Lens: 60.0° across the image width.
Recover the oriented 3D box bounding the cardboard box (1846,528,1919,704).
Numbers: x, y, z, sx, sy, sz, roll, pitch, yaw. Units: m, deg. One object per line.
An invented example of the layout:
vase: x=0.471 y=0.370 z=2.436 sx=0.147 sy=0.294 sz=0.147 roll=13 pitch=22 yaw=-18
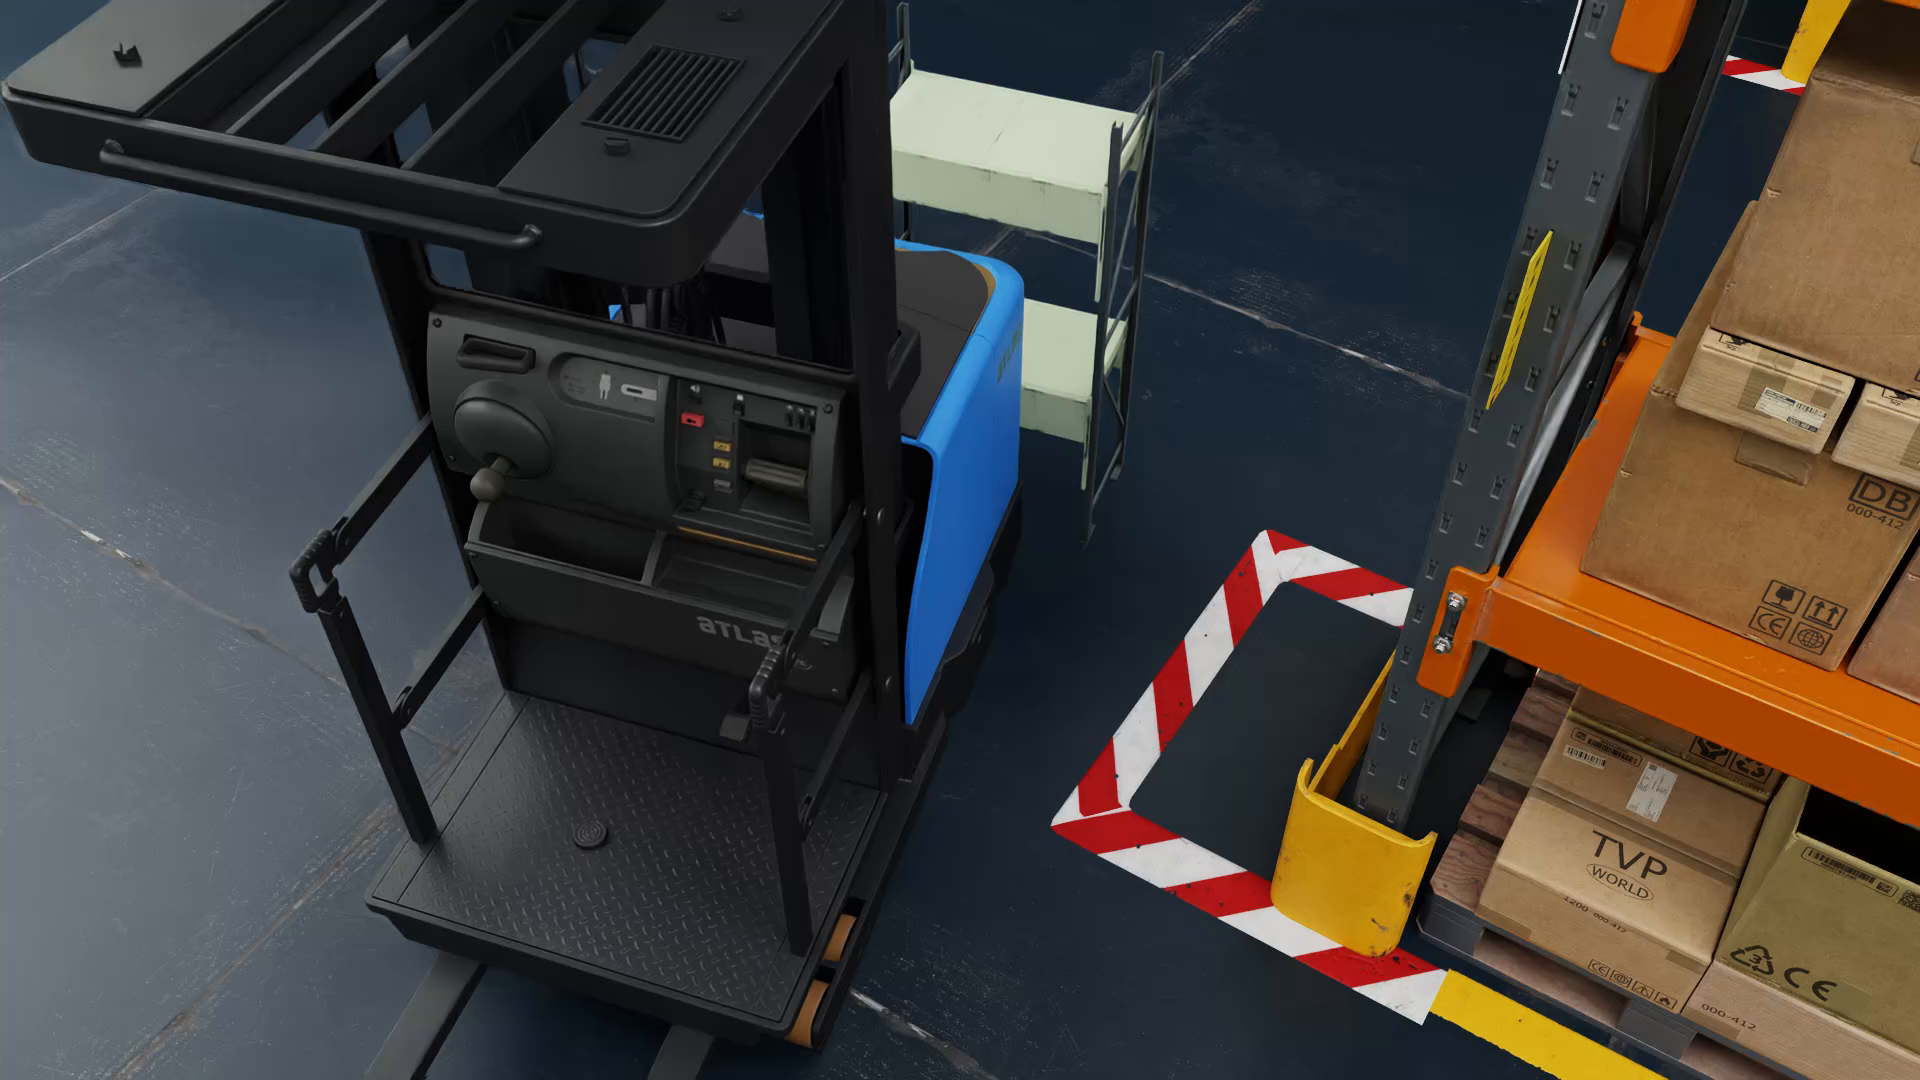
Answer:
cardboard box: x=2.096 y=-0.023 z=3.111 sx=0.500 sy=0.500 sz=0.700 roll=26 pitch=51 yaw=23

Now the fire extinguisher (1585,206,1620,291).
fire extinguisher: x=1.417 y=-0.676 z=3.869 sx=0.183 sy=0.674 sz=0.296 roll=25 pitch=51 yaw=22

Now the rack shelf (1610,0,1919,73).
rack shelf: x=2.949 y=-0.397 z=1.954 sx=4.000 sy=0.370 sz=1.077 roll=25 pitch=51 yaw=22

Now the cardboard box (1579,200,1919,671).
cardboard box: x=1.652 y=-0.223 z=3.306 sx=0.500 sy=0.500 sz=0.700 roll=25 pitch=51 yaw=22

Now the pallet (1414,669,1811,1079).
pallet: x=1.932 y=0.866 z=4.262 sx=1.213 sy=0.211 sz=1.003 roll=25 pitch=51 yaw=22

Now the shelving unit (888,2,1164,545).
shelving unit: x=0.119 y=-0.737 z=4.920 sx=0.755 sy=1.500 sz=0.431 roll=15 pitch=48 yaw=14

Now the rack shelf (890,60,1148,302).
rack shelf: x=0.119 y=-1.009 z=4.640 sx=0.720 sy=0.370 sz=0.431 roll=15 pitch=48 yaw=14

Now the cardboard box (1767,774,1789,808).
cardboard box: x=2.304 y=0.651 z=4.151 sx=0.500 sy=0.250 sz=0.500 roll=25 pitch=51 yaw=22

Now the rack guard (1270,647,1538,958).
rack guard: x=1.245 y=0.485 z=4.430 sx=0.348 sy=0.500 sz=1.175 roll=25 pitch=51 yaw=22

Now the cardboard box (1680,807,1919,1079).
cardboard box: x=2.020 y=0.968 z=3.842 sx=0.500 sy=0.250 sz=0.500 roll=25 pitch=51 yaw=22

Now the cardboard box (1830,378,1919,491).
cardboard box: x=1.703 y=-0.255 z=2.884 sx=0.250 sy=0.149 sz=0.380 roll=23 pitch=50 yaw=21

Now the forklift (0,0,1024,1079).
forklift: x=-0.753 y=-0.125 z=3.327 sx=1.130 sy=2.935 sz=3.031 roll=13 pitch=47 yaw=13

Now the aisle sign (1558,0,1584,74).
aisle sign: x=1.045 y=-1.123 z=2.437 sx=0.004 sy=0.787 sz=0.394 roll=25 pitch=51 yaw=22

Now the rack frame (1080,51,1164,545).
rack frame: x=0.460 y=-0.642 z=4.829 sx=0.023 sy=1.500 sz=0.400 roll=15 pitch=48 yaw=14

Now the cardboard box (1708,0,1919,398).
cardboard box: x=1.696 y=-0.655 z=2.821 sx=0.500 sy=0.500 sz=0.700 roll=25 pitch=51 yaw=22

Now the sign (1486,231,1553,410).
sign: x=0.961 y=-0.373 z=2.862 sx=0.005 sy=0.325 sz=0.100 roll=25 pitch=51 yaw=22

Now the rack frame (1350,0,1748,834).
rack frame: x=1.266 y=-0.377 z=3.525 sx=0.127 sy=3.000 sz=1.000 roll=25 pitch=51 yaw=22

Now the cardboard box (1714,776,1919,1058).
cardboard box: x=2.019 y=0.708 z=3.572 sx=0.500 sy=0.500 sz=0.500 roll=25 pitch=51 yaw=22

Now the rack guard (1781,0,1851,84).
rack guard: x=4.001 y=-2.468 z=7.300 sx=0.348 sy=0.500 sz=1.175 roll=25 pitch=51 yaw=22

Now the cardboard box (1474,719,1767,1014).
cardboard box: x=1.597 y=0.777 z=4.028 sx=0.500 sy=0.250 sz=0.500 roll=25 pitch=51 yaw=22

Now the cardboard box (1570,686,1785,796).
cardboard box: x=1.878 y=0.202 z=4.064 sx=0.500 sy=0.500 sz=0.500 roll=25 pitch=51 yaw=22

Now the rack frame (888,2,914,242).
rack frame: x=-0.223 y=-0.831 z=5.011 sx=0.023 sy=1.500 sz=0.400 roll=15 pitch=48 yaw=14

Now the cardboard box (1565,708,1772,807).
cardboard box: x=1.877 y=0.464 z=4.332 sx=0.500 sy=0.250 sz=0.500 roll=25 pitch=51 yaw=22

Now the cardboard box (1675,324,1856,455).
cardboard box: x=1.480 y=-0.356 z=2.982 sx=0.250 sy=0.149 sz=0.380 roll=24 pitch=51 yaw=22

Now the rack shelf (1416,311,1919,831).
rack shelf: x=2.949 y=0.648 z=3.030 sx=4.000 sy=0.370 sz=1.077 roll=25 pitch=51 yaw=22

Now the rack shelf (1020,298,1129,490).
rack shelf: x=0.119 y=-0.509 z=5.154 sx=0.720 sy=0.370 sz=0.431 roll=15 pitch=48 yaw=14
